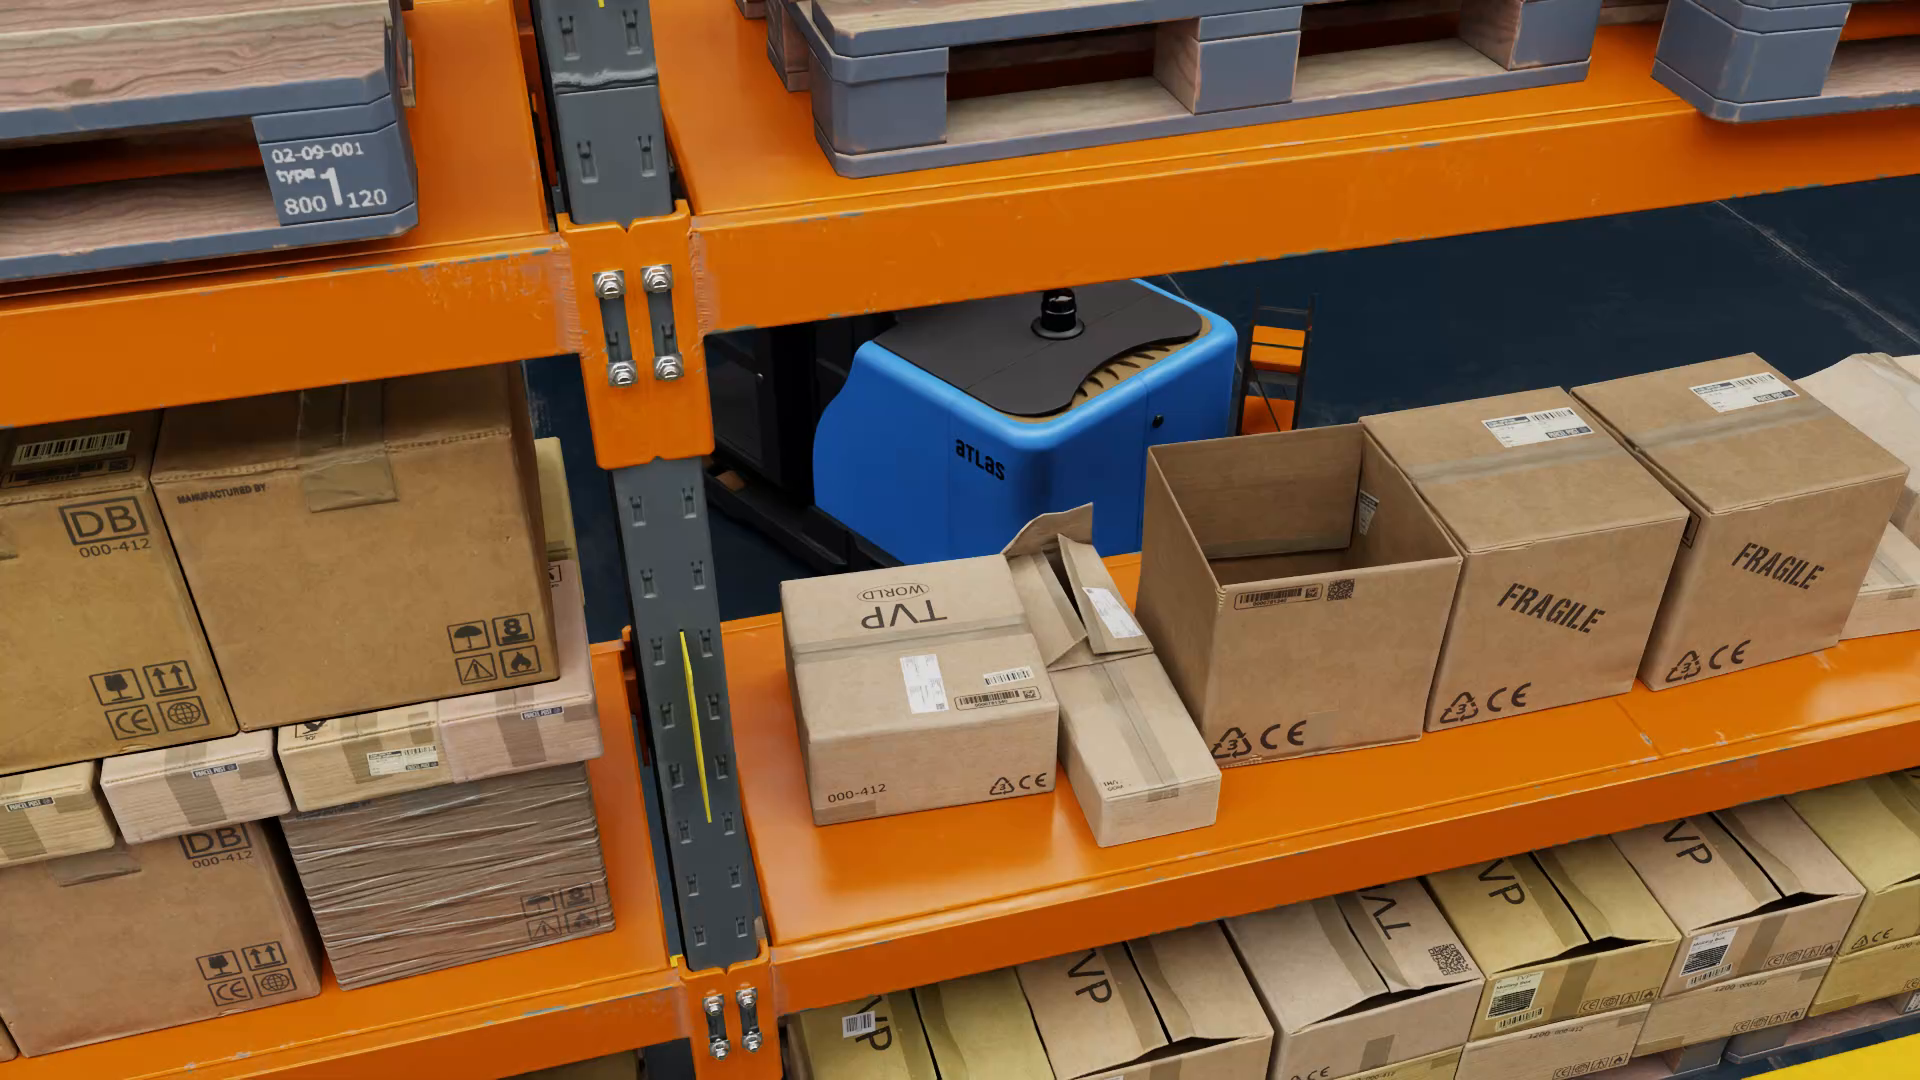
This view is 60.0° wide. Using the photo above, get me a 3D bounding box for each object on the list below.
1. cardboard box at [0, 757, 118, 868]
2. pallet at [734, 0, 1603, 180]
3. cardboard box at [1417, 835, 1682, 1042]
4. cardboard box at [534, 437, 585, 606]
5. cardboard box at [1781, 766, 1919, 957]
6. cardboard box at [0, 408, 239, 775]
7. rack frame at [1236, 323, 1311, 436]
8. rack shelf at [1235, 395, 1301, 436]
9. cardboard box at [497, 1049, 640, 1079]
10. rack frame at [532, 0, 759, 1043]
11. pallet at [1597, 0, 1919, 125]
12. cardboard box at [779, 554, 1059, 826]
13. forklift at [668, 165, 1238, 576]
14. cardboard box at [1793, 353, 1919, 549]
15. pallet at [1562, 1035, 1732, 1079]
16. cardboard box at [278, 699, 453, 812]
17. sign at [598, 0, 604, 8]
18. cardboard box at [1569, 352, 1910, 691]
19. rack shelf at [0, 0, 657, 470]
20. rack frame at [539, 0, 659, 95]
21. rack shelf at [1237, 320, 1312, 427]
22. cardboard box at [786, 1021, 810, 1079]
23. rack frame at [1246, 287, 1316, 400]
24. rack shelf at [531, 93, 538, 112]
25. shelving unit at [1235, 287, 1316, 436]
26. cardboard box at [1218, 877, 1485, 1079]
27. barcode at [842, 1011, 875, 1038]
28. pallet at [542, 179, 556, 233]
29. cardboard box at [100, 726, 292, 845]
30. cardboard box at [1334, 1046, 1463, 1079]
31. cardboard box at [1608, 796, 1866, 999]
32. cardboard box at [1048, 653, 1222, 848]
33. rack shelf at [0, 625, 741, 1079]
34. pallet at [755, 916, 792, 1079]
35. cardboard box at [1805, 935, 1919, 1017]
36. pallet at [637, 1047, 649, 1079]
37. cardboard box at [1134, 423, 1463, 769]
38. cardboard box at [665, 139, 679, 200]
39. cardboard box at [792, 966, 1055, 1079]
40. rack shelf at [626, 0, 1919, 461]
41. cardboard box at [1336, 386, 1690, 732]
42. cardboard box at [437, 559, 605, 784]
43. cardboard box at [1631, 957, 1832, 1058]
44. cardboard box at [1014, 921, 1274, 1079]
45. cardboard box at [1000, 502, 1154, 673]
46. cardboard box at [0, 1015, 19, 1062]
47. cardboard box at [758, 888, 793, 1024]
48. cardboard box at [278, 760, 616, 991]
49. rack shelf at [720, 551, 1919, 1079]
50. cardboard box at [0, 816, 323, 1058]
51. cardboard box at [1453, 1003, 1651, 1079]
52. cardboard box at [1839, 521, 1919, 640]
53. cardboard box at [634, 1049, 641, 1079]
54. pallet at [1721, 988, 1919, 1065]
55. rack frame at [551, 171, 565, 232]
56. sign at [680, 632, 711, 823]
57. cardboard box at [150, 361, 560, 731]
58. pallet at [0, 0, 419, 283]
[{"bbox_3d":[-1.513,0.342,2.718,0.250,0.149,0.380,-9,38,-12],"label":"cardboard box"},{"bbox_3d":[0.287,-0.915,2.666,1.217,0.209,0.805,-11,39,-14],"label":"pallet"},{"bbox_3d":[1.387,0.887,4.078,0.500,0.311,0.500,-8,38,-11],"label":"cardboard box"},{"bbox_3d":[-0.871,-0.021,3.192,0.250,0.149,0.380,-9,38,-12],"label":"cardboard box"},{"bbox_3d":[2.359,0.730,4.282,0.500,0.311,0.500,-10,39,-13],"label":"cardboard box"},{"bbox_3d":[-1.475,-0.052,2.700,0.500,0.500,0.700,-9,38,-12],"label":"cardboard box"},{"bbox_3d":[1.046,-0.280,5.752,0.200,1.050,0.008,8,38,11],"label":"rack frame"},{"bbox_3d":[1.074,-0.344,5.853,0.215,0.259,0.240,8,38,11],"label":"rack shelf"},{"bbox_3d":[-0.952,1.475,3.771,0.500,0.250,0.500,-9,38,-12],"label":"cardboard box"},{"bbox_3d":[-0.561,0.348,3.327,0.127,3.000,1.000,-9,38,-12],"label":"rack frame"},{"bbox_3d":[1.590,-1.063,2.858,1.213,0.211,1.003,-8,38,-10],"label":"pallet"},{"bbox_3d":[-0.097,0.304,3.508,0.500,0.250,0.500,-7,38,-9],"label":"cardboard box"},{"bbox_3d":[-0.462,-1.455,5.740,1.130,2.935,3.031,-30,47,-33],"label":"forklift"},{"bbox_3d":[2.386,-0.222,4.145,0.500,0.311,0.500,-10,38,-12],"label":"cardboard box"},{"bbox_3d":[1.320,1.120,4.612,1.213,0.211,1.003,-9,38,-12],"label":"pallet"},{"bbox_3d":[-1.007,0.257,2.829,0.250,0.149,0.380,-10,39,-13],"label":"cardboard box"},{"bbox_3d":[-0.415,-0.755,1.809,0.005,0.325,0.100,-9,38,-12],"label":"sign"},{"bbox_3d":[1.685,-0.050,3.765,0.500,0.500,0.500,-11,39,-14],"label":"cardboard box"},{"bbox_3d":[-2.492,-0.241,2.220,4.000,0.370,1.077,-9,38,-12],"label":"rack shelf"},{"bbox_3d":[-0.561,-2.035,1.504,0.127,3.000,1.000,-9,38,-12],"label":"rack frame"},{"bbox_3d":[1.074,-0.569,5.680,0.215,0.259,0.240,8,38,11],"label":"rack shelf"},{"bbox_3d":[-0.107,1.354,3.928,0.500,0.250,0.500,-10,39,-13],"label":"cardboard box"},{"bbox_3d":[1.102,-0.424,5.941,0.200,1.050,0.008,8,38,11],"label":"rack frame"},{"bbox_3d":[-3.787,-1.955,6.929,4.000,0.370,1.077,-9,38,-12],"label":"rack shelf"},{"bbox_3d":[1.074,-0.352,5.846,0.215,1.050,0.252,8,38,11],"label":"shelving unit"},{"bbox_3d":[0.887,0.972,3.966,0.500,0.311,0.500,-11,39,-13],"label":"cardboard box"},{"bbox_3d":[-0.206,0.988,3.394,0.075,0.075,0.001,-9,38,-12],"label":"barcode"},{"bbox_3d":[-2.495,-1.323,7.805,1.213,0.211,1.003,-9,38,-12],"label":"pallet"},{"bbox_3d":[-1.259,0.300,2.773,0.250,0.149,0.380,-10,39,-13],"label":"cardboard box"},{"bbox_3d":[0.886,1.191,4.142,0.500,0.250,0.500,-10,39,-13],"label":"cardboard box"},{"bbox_3d":[1.871,0.809,4.180,0.500,0.311,0.500,-10,38,-12],"label":"cardboard box"},{"bbox_3d":[0.348,0.427,3.430,0.250,0.149,0.380,-9,38,-12],"label":"cardboard box"},{"bbox_3d":[-2.492,0.950,3.131,4.000,0.370,1.077,-9,38,-12],"label":"rack shelf"},{"bbox_3d":[0.140,1.316,4.356,1.213,0.211,1.003,-9,38,-12],"label":"pallet"},{"bbox_3d":[2.359,0.950,4.457,0.500,0.250,0.500,-10,38,-12],"label":"cardboard box"},{"bbox_3d":[-1.340,1.557,4.041,1.213,0.211,1.003,-9,38,-12],"label":"pallet"},{"bbox_3d":[0.693,0.112,3.552,0.500,0.500,0.500,-7,38,-9],"label":"cardboard box"},{"bbox_3d":[-1.150,-1.866,7.915,0.500,0.500,0.700,-8,38,-10],"label":"cardboard box"},{"bbox_3d":[-0.097,1.131,3.759,0.500,0.311,0.500,-9,38,-12],"label":"cardboard box"},{"bbox_3d":[1.370,-0.875,3.048,4.000,0.370,1.077,-9,38,-12],"label":"rack shelf"},{"bbox_3d":[1.177,0.033,3.656,0.500,0.500,0.500,-9,38,-12],"label":"cardboard box"},{"bbox_3d":[-0.768,0.219,2.879,0.250,0.149,0.380,-9,38,-12],"label":"cardboard box"},{"bbox_3d":[1.873,1.027,4.355,0.500,0.250,0.500,-8,38,-11],"label":"cardboard box"},{"bbox_3d":[0.387,1.055,3.858,0.500,0.311,0.500,-10,38,-12],"label":"cardboard box"},{"bbox_3d":[0.240,0.154,3.690,0.258,0.266,0.396,-10,39,-13],"label":"cardboard box"},{"bbox_3d":[-1.981,0.547,2.984,0.500,0.500,0.700,-9,38,-11],"label":"cardboard box"},{"bbox_3d":[-0.236,1.037,4.343,0.500,0.250,0.500,-10,38,-12],"label":"cardboard box"},{"bbox_3d":[-0.988,0.382,3.199,0.500,0.500,0.700,-10,39,-13],"label":"cardboard box"},{"bbox_3d":[1.370,0.317,3.959,4.000,0.370,1.077,-9,38,-12],"label":"rack shelf"},{"bbox_3d":[-1.495,0.469,3.085,0.500,0.500,0.700,-10,38,-12],"label":"cardboard box"},{"bbox_3d":[1.377,1.111,4.247,0.500,0.250,0.500,-9,38,-11],"label":"cardboard box"},{"bbox_3d":[2.084,0.049,3.924,0.250,0.149,0.380,-7,38,-9],"label":"cardboard box"},{"bbox_3d":[-1.088,1.169,4.171,0.500,0.250,0.500,-9,38,-12],"label":"cardboard box"},{"bbox_3d":[2.496,0.929,4.862,1.213,0.211,1.003,-9,38,-12],"label":"pallet"},{"bbox_3d":[-1.856,-2.557,7.124,0.127,3.000,1.000,-9,38,-12],"label":"rack frame"},{"bbox_3d":[-0.415,0.298,2.614,0.005,0.325,0.100,-9,38,-12],"label":"sign"},{"bbox_3d":[-0.988,-0.133,2.805,0.500,0.500,0.700,-9,38,-12],"label":"cardboard box"},{"bbox_3d":[-1.378,-0.658,2.246,1.213,0.211,1.003,-9,38,-12],"label":"pallet"}]
